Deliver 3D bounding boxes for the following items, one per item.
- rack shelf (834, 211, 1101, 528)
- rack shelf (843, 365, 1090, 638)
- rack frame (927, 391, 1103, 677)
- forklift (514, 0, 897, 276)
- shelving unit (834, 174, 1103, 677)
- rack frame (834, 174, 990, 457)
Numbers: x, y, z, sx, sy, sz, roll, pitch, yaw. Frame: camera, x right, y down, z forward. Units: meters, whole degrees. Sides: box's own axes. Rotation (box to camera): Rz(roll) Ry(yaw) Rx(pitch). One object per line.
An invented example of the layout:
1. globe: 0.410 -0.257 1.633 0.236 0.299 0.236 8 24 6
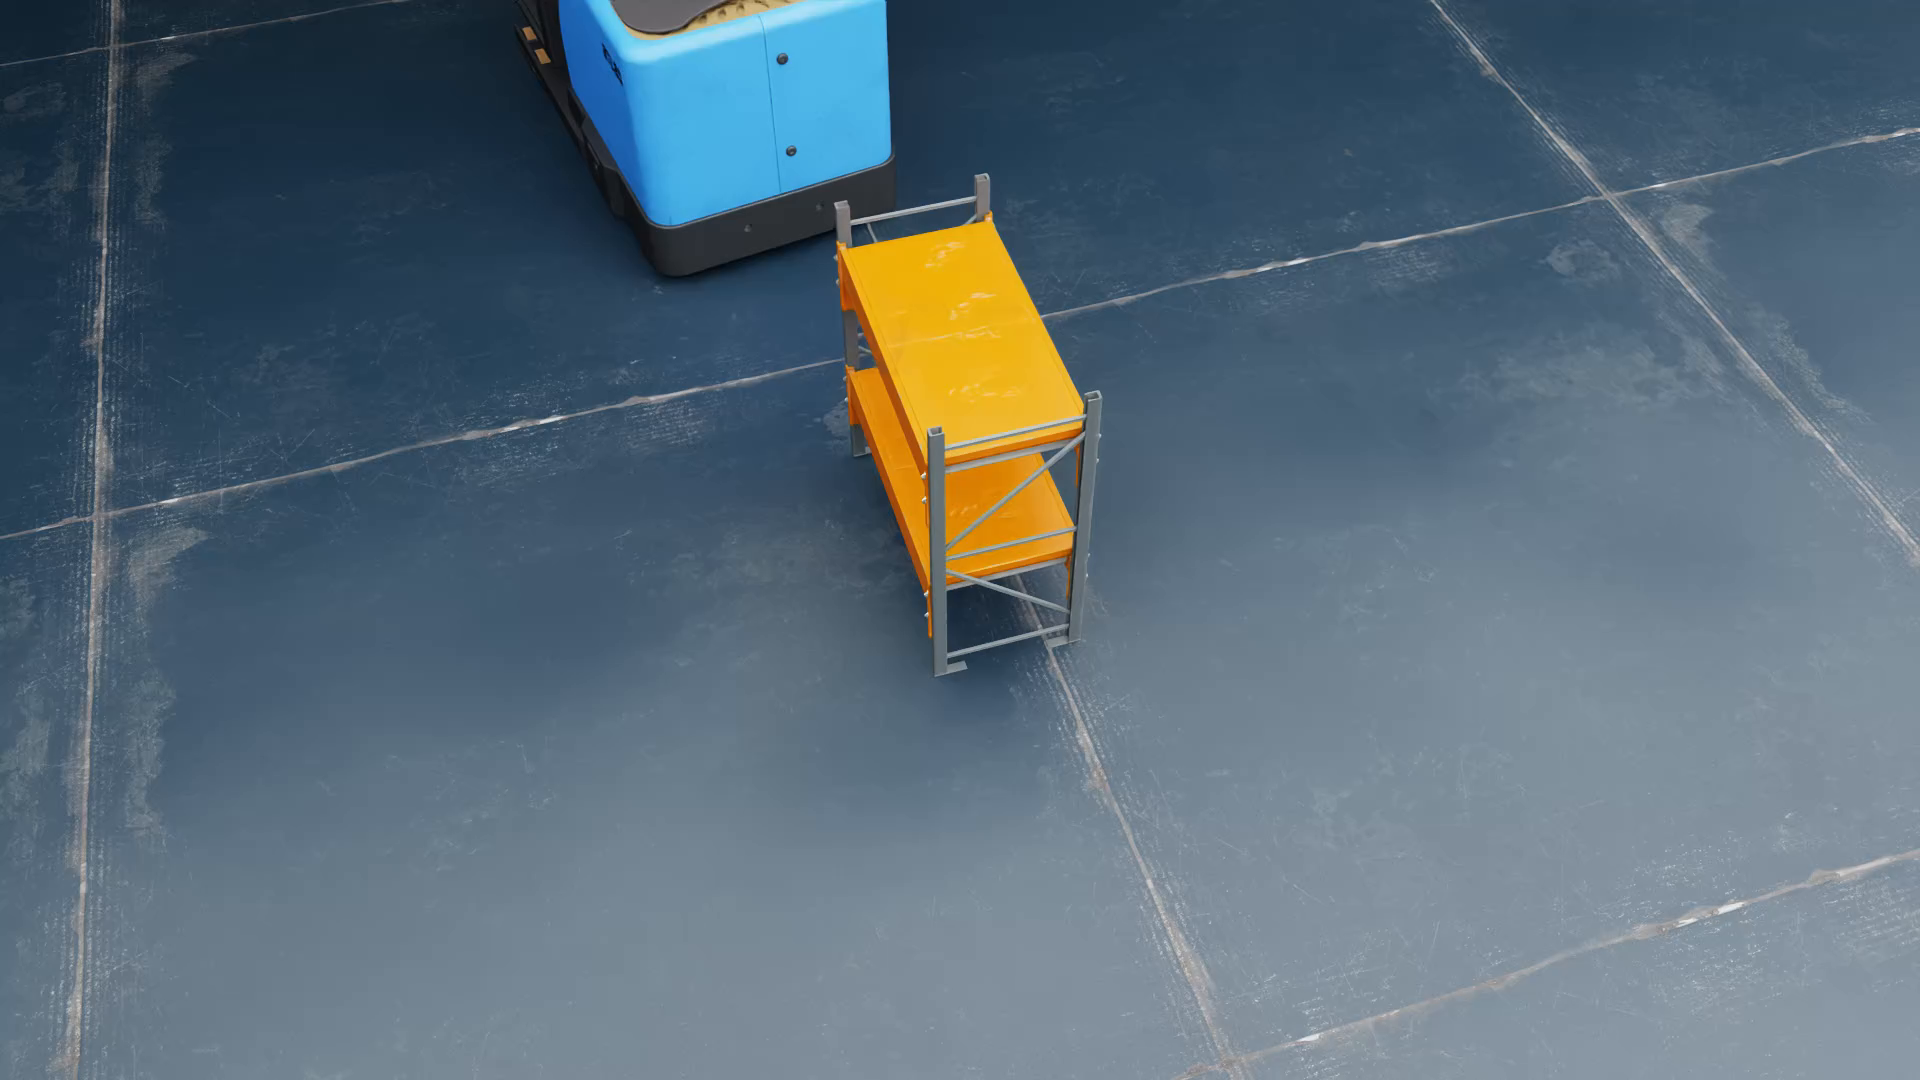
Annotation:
1. rack shelf: 0.002 -0.546 5.092 0.538 0.278 1.000 -13 51 -11
2. rack shelf: 0.002 -0.200 5.503 0.538 0.278 1.000 -13 51 -11
3. rack frame: 0.152 0.014 5.003 0.500 1.125 0.032 -13 51 -11
4. forklift: -1.361 -3.121 6.464 1.130 2.935 3.031 -21 53 -17
5. shelving unit: 0.002 -0.358 5.316 0.538 1.125 1.048 -13 51 -11
6. rack frame: -0.148 -0.729 5.629 0.500 1.125 0.032 -13 51 -11
